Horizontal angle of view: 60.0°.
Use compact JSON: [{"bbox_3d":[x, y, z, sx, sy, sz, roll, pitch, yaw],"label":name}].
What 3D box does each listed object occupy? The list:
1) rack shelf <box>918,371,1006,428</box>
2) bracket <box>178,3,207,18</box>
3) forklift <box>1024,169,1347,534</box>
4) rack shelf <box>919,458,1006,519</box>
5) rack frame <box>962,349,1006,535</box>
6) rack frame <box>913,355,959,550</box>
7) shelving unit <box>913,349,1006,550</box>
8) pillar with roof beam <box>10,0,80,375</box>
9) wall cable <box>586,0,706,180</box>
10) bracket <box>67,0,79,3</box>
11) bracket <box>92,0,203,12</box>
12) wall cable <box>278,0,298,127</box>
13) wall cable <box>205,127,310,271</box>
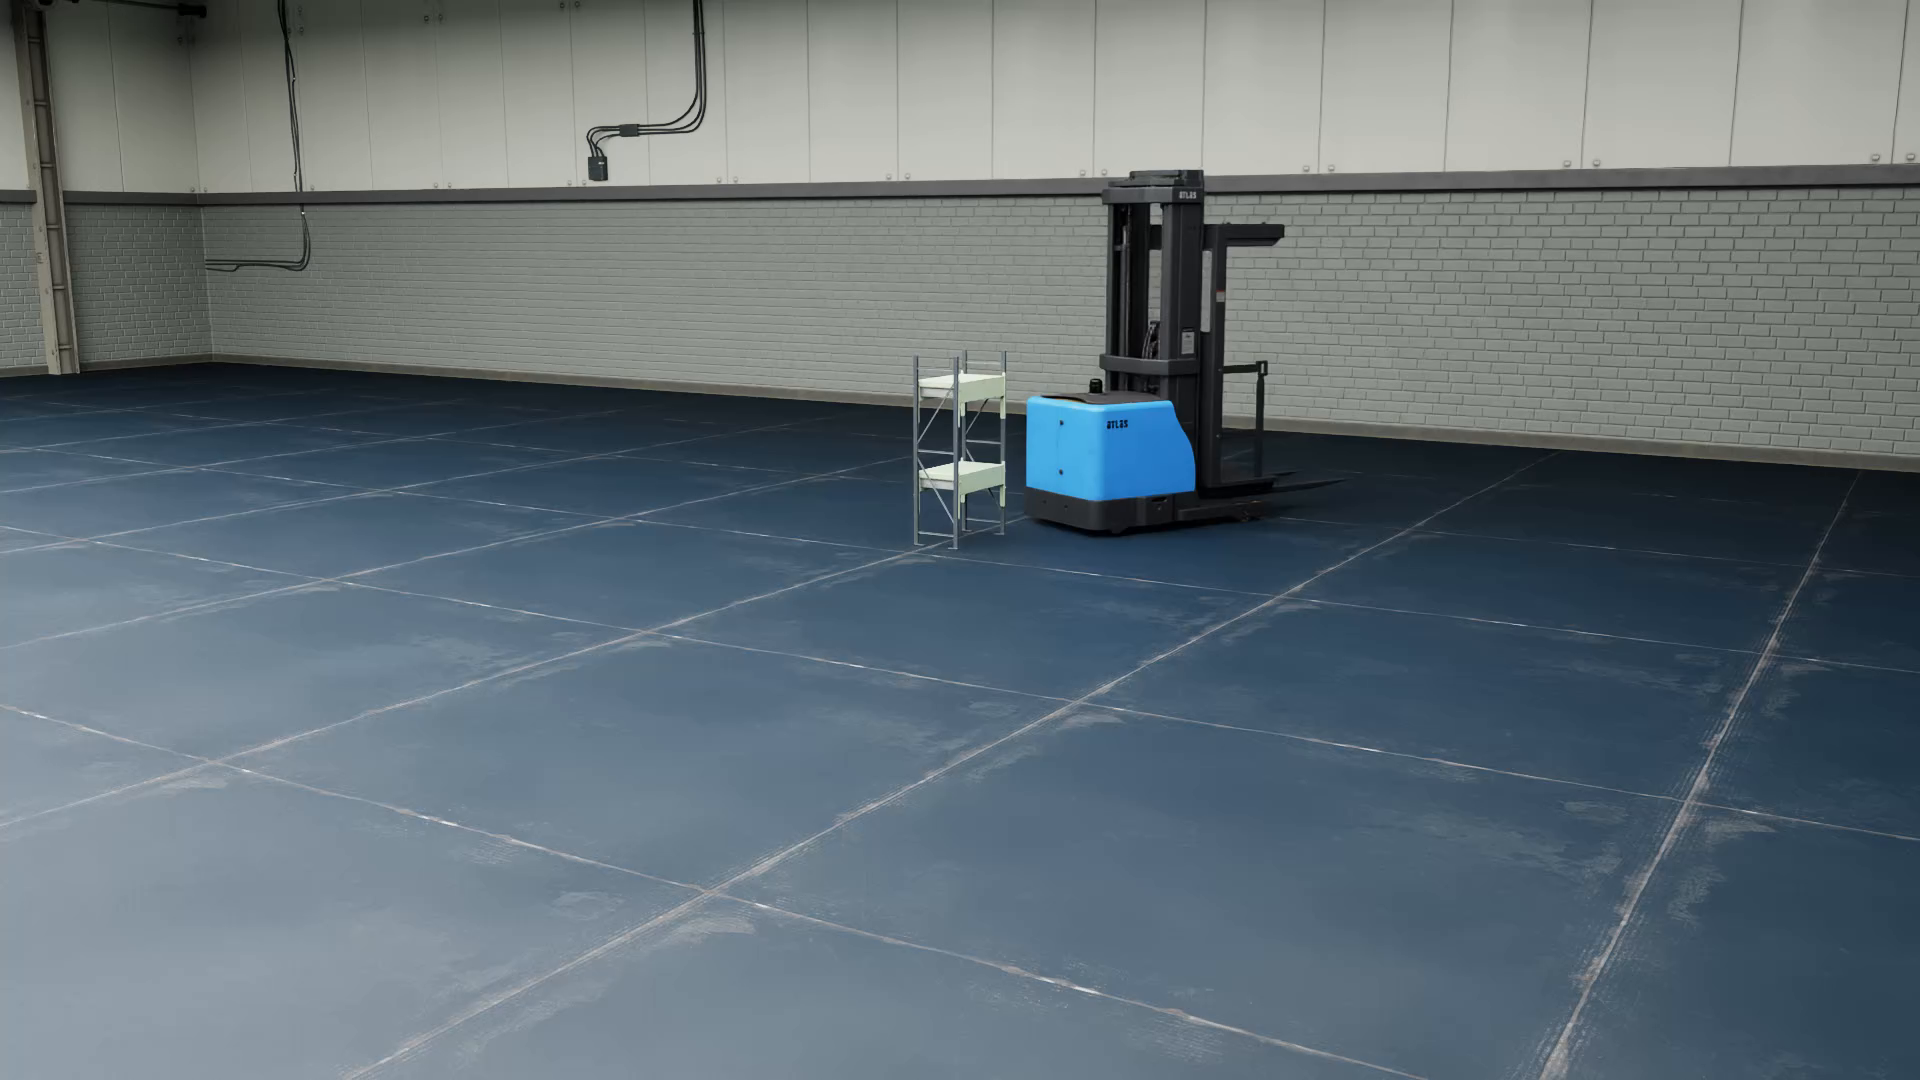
[{"bbox_3d":[0.003,-1.122,13.164,0.431,0.370,0.720,6,12,31],"label":"rack shelf"},{"bbox_3d":[-13.748,-9.479,29.763,0.235,0.232,0.430,6,12,31],"label":"bracket"},{"bbox_3d":[2.064,-1.671,14.329,3.031,2.935,1.130,-7,13,-32],"label":"forklift"},{"bbox_3d":[0.003,-0.418,13.296,0.431,0.370,0.720,6,12,31],"label":"rack shelf"},{"bbox_3d":[0.193,-0.796,13.544,0.400,1.500,0.023,6,12,31],"label":"rack frame"},{"bbox_3d":[-0.187,-0.681,12.929,0.400,1.500,0.023,6,12,31],"label":"rack frame"},{"bbox_3d":[0.003,-0.738,13.236,0.431,1.500,0.755,6,12,31],"label":"shelving unit"},{"bbox_3d":[-11.818,-6.894,25.739,9.100,9.000,0.548,6,12,31],"label":"pillar with roof beam"},{"bbox_3d":[-4.732,-8.404,24.565,2.305,6.003,0.169,6,12,31],"label":"wall cable"},{"bbox_3d":[-14.978,-9.106,27.772,0.235,0.232,0.430,6,12,31],"label":"bracket"},{"bbox_3d":[-14.055,-9.386,29.267,0.076,0.066,3.189,6,12,31],"label":"bracket"},{"bbox_3d":[-10.525,-8.340,28.176,3.097,2.526,0.112,6,12,31],"label":"wall cable"},{"bbox_3d":[-12.838,-6.116,30.022,3.097,2.526,0.112,6,12,31],"label":"wall cable"}]
